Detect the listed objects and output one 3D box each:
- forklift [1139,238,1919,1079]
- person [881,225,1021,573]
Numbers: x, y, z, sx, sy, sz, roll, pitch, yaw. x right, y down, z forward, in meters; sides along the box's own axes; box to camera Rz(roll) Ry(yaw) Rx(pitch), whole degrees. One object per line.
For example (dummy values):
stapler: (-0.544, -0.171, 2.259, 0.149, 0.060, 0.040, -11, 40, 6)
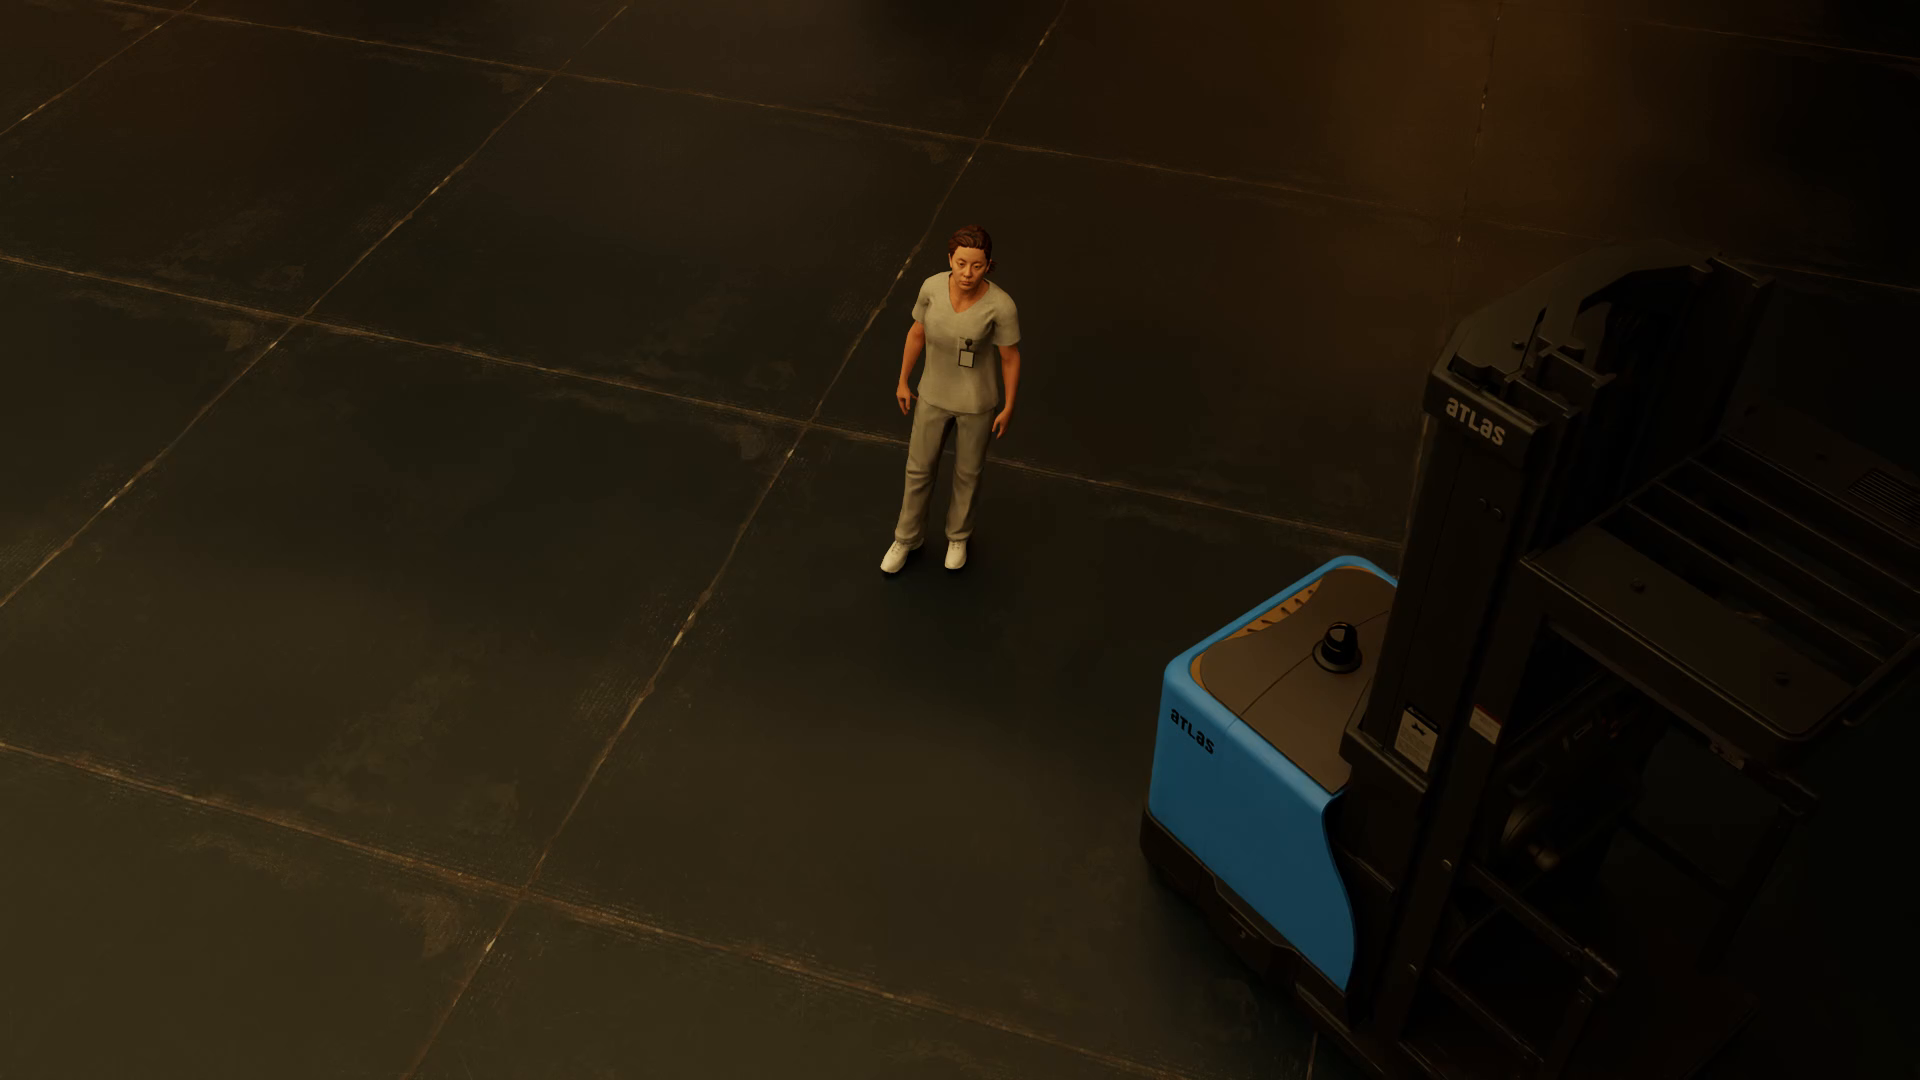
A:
forklift: (2.003, 0.736, 4.898, 1.130, 2.935, 3.031, -28, 50, -27)
person: (-0.035, -0.574, 7.217, 0.550, 1.675, 0.549, 12, 44, 13)
